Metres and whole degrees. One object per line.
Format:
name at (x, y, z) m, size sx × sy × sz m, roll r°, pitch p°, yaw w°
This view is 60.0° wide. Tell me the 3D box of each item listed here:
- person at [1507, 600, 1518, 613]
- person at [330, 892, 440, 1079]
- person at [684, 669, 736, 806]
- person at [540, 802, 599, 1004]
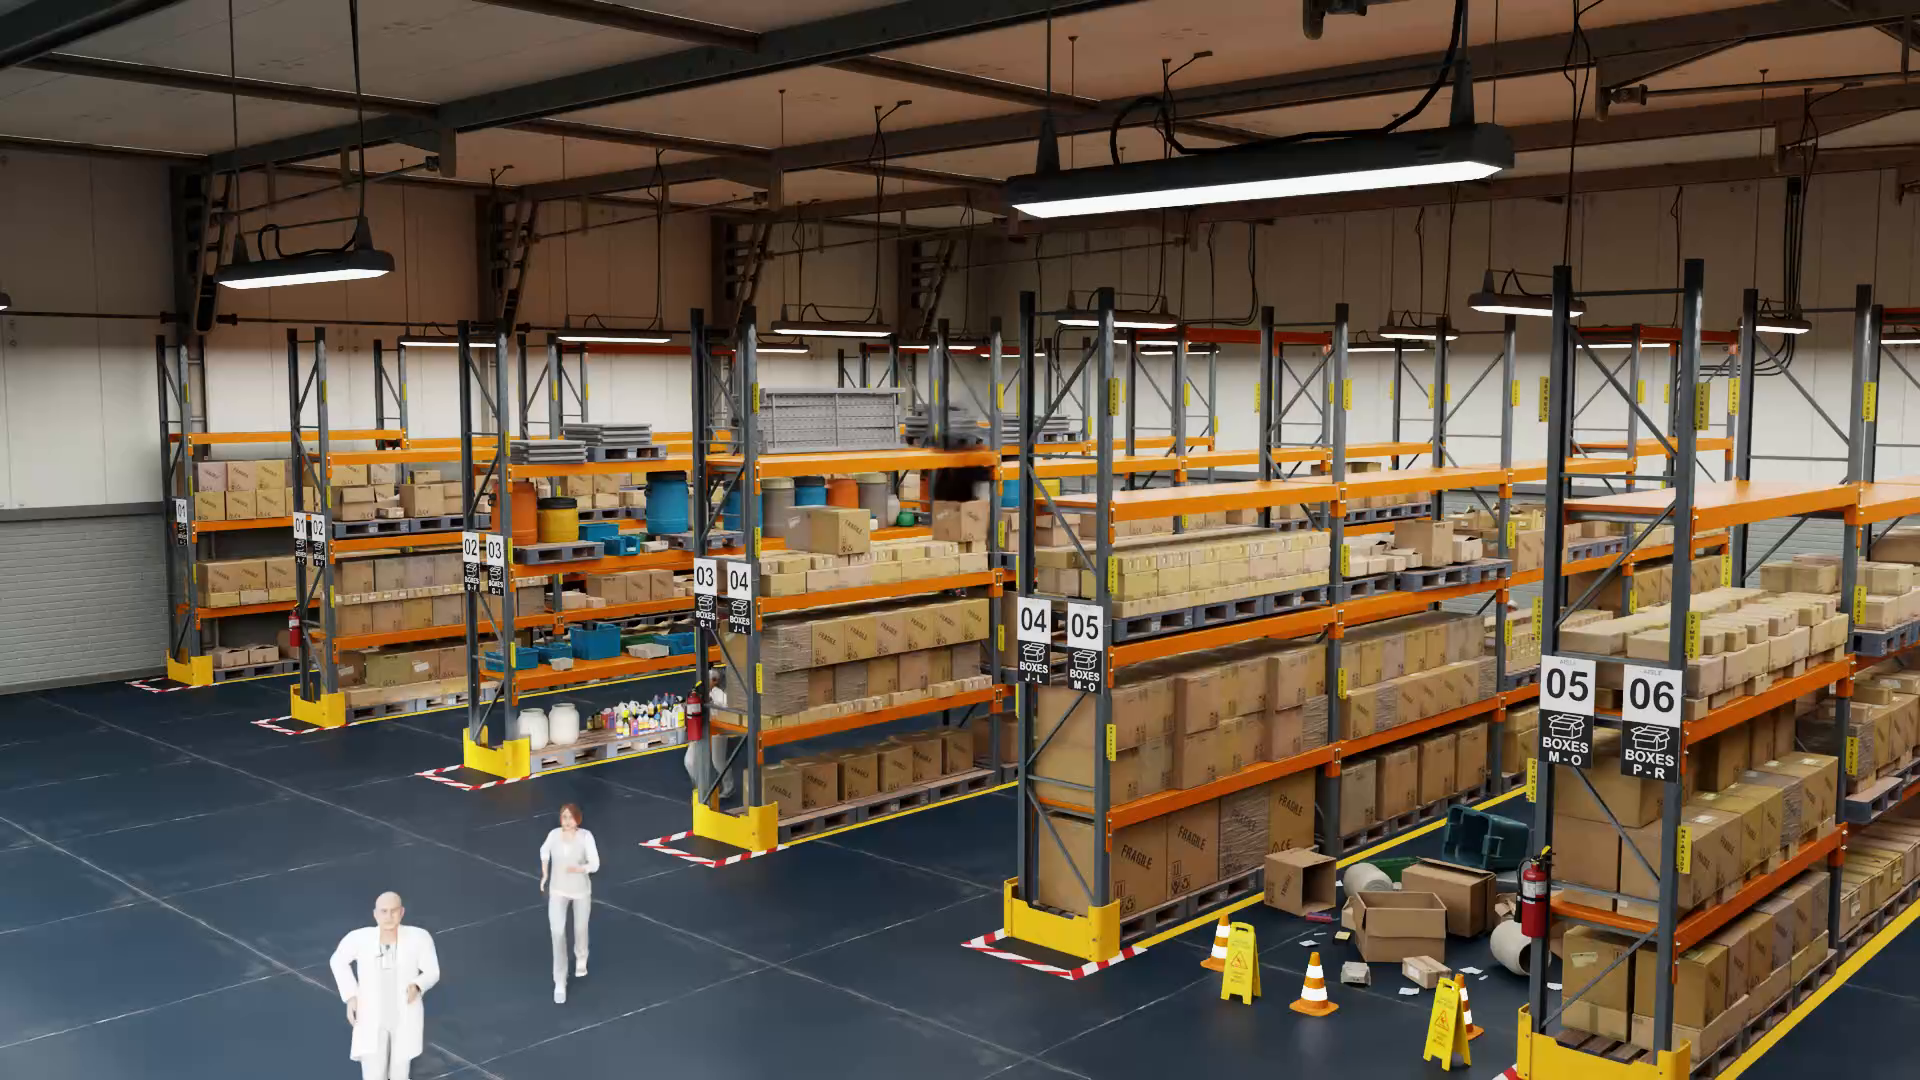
person at (8.656, 1.832, 26.024) m, size 0.671 × 1.815 × 0.904 m, roll 5°, pitch 8°, yaw 44°
person at (-3.828, 3.253, 11.115) m, size 0.663 × 1.813 × 0.797 m, roll -2°, pitch 6°, yaw -23°
person at (-3.079, 2.429, 20.452) m, size 0.576 × 1.716 × 0.720 m, roll 4°, pitch 6°, yaw 33°
person at (-3.318, 3.036, 14.144) m, size 0.510 × 1.642 × 0.728 m, roll -1°, pitch 5°, yaw -9°
